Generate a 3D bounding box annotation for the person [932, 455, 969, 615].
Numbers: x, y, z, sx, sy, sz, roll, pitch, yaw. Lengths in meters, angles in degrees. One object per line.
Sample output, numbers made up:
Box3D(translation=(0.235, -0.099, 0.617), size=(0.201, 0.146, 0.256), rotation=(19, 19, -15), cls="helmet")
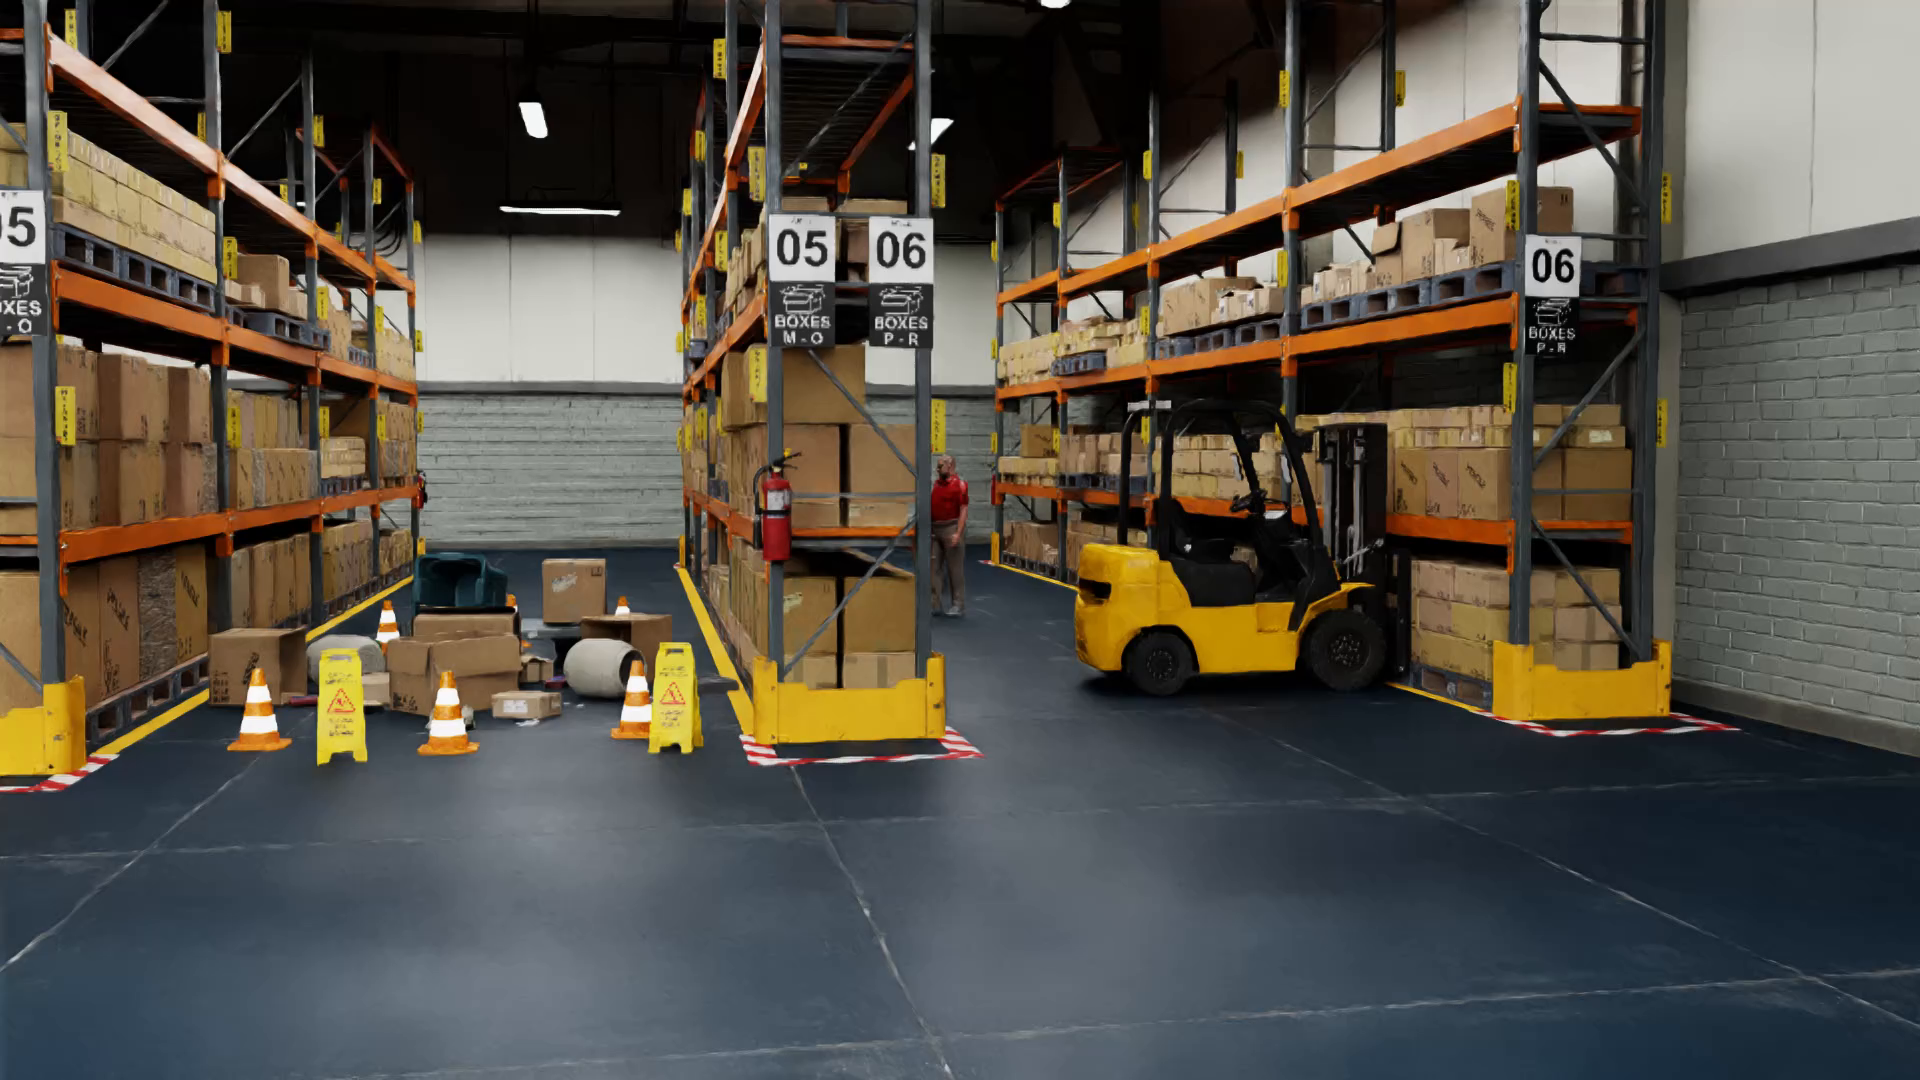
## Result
Box3D(translation=(-0.177, -0.051, 18.079), size=(0.469, 1.754, 0.568), rotation=(-3, 4, -43), cls="person")
